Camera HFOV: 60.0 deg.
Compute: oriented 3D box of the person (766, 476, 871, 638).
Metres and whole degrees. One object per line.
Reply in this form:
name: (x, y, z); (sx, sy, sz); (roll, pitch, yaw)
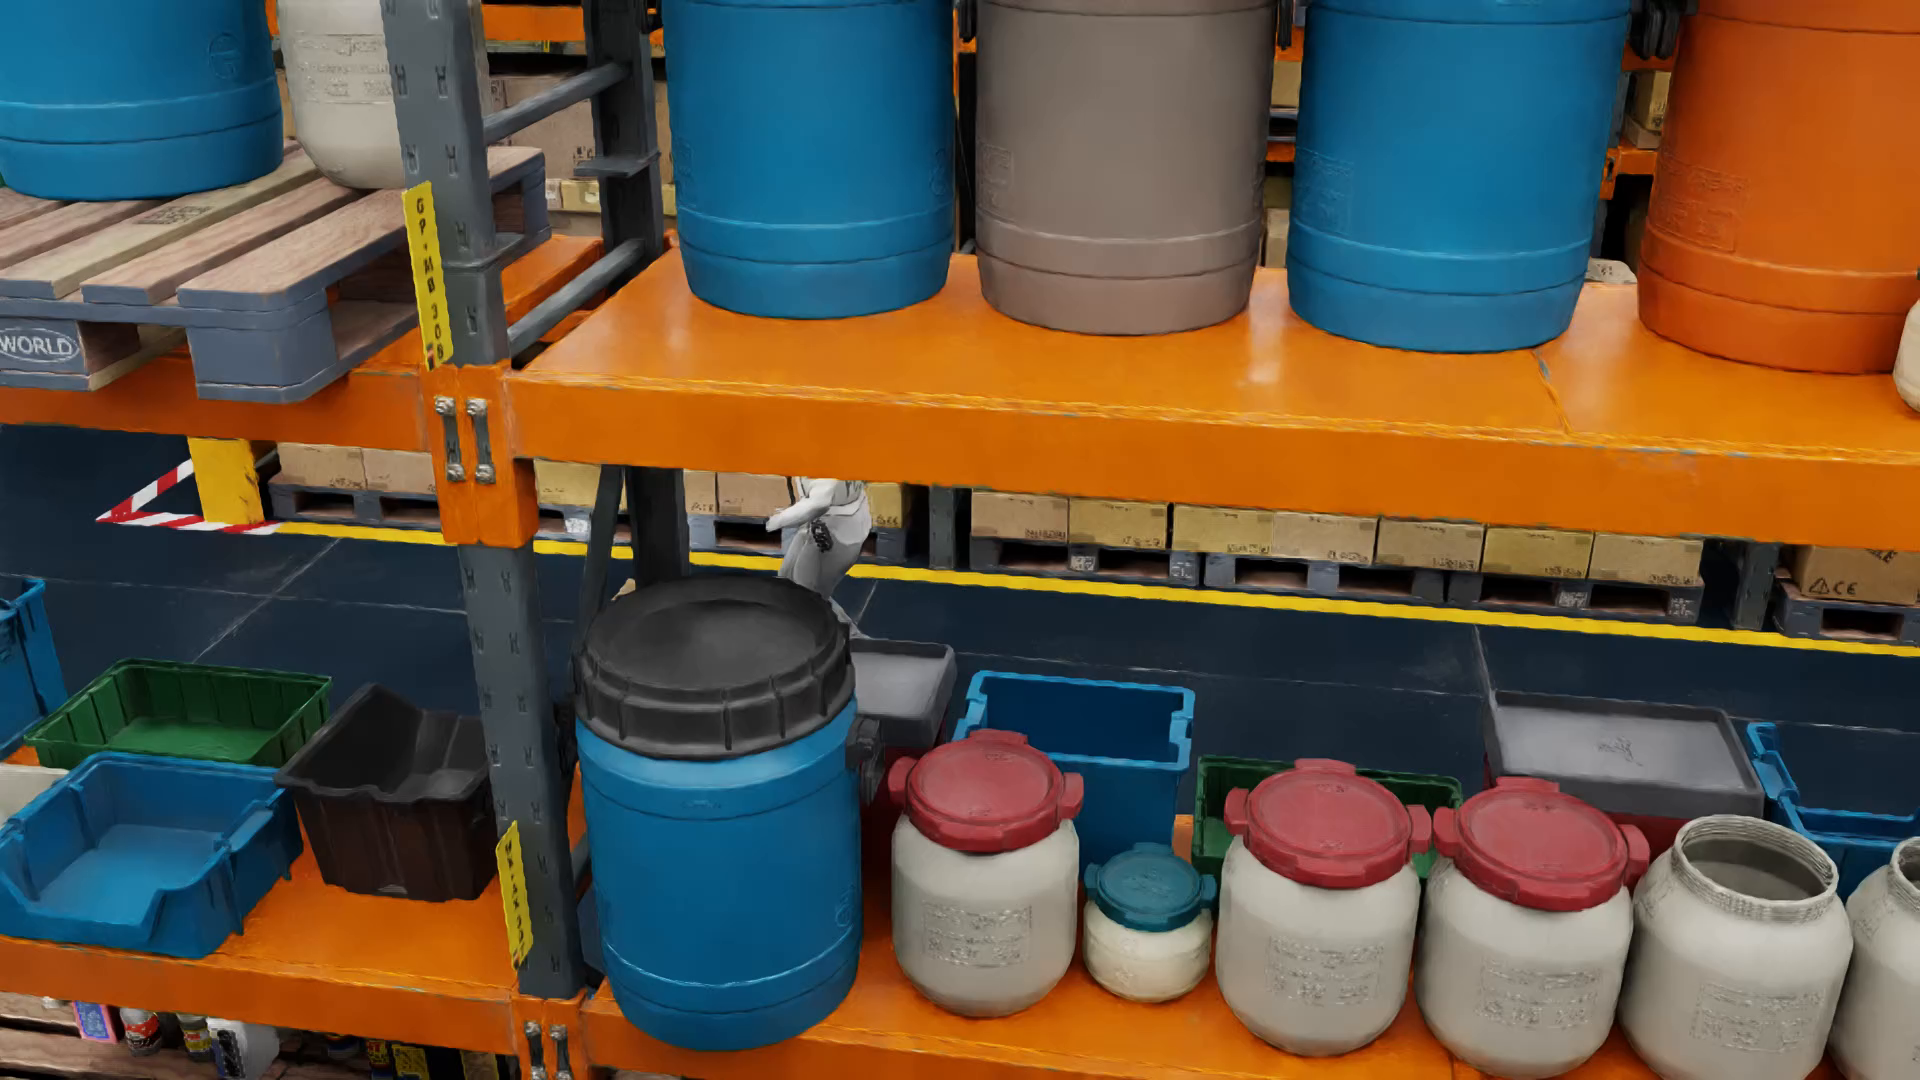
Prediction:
person: (-0.598, -0.028, 7.180); (0.502, 1.661, 0.672); (3, 25, 7)
